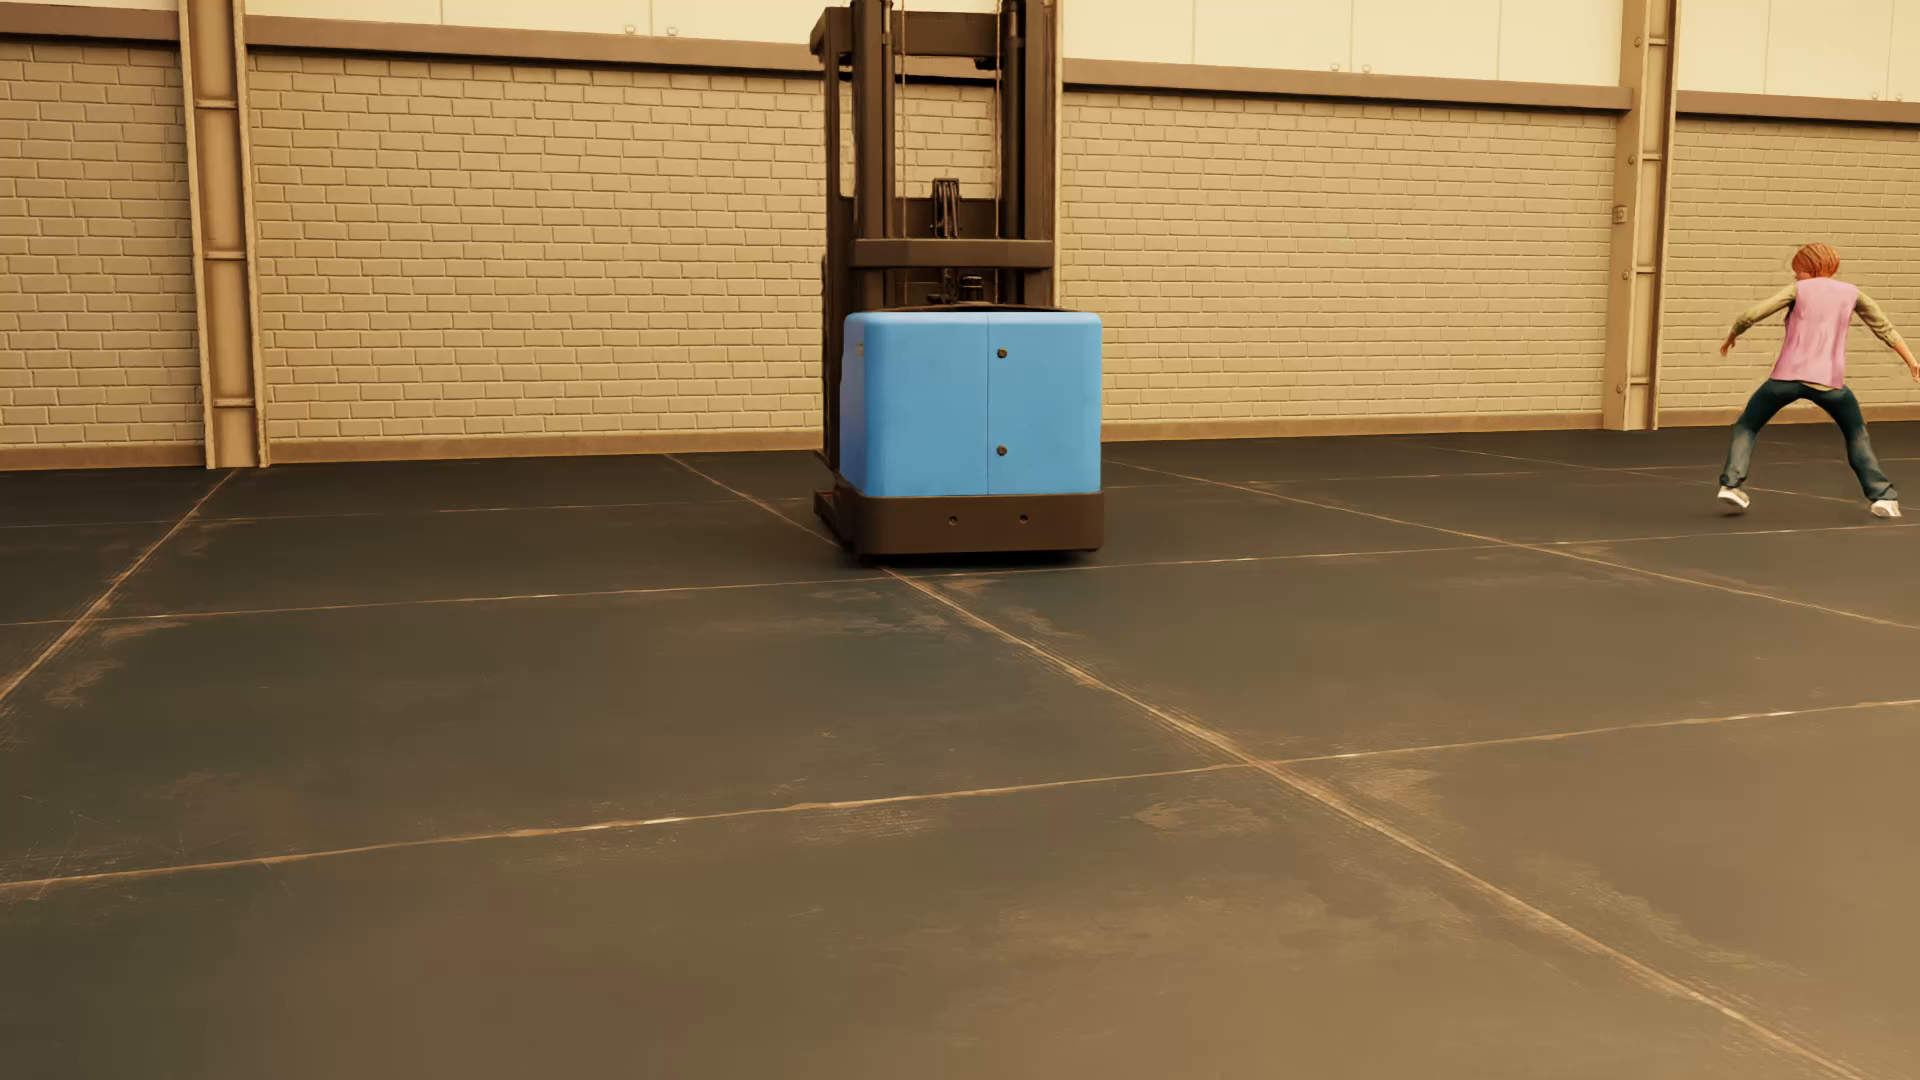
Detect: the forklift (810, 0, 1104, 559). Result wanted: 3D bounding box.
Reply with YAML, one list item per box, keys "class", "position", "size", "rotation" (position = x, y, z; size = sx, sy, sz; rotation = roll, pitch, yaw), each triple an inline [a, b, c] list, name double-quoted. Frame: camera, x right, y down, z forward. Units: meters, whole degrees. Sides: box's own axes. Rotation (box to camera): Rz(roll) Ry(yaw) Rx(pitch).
- class: "forklift"
  position: [-0.154, -1.531, 8.307]
  size: [1.130, 2.935, 3.031]
  rotation: [-1, 8, -10]

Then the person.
- class: "person"
  position: [4.544, -0.788, 8.796]
  size: [0.957, 1.501, 0.507]
  rotation: [3, 8, 21]
